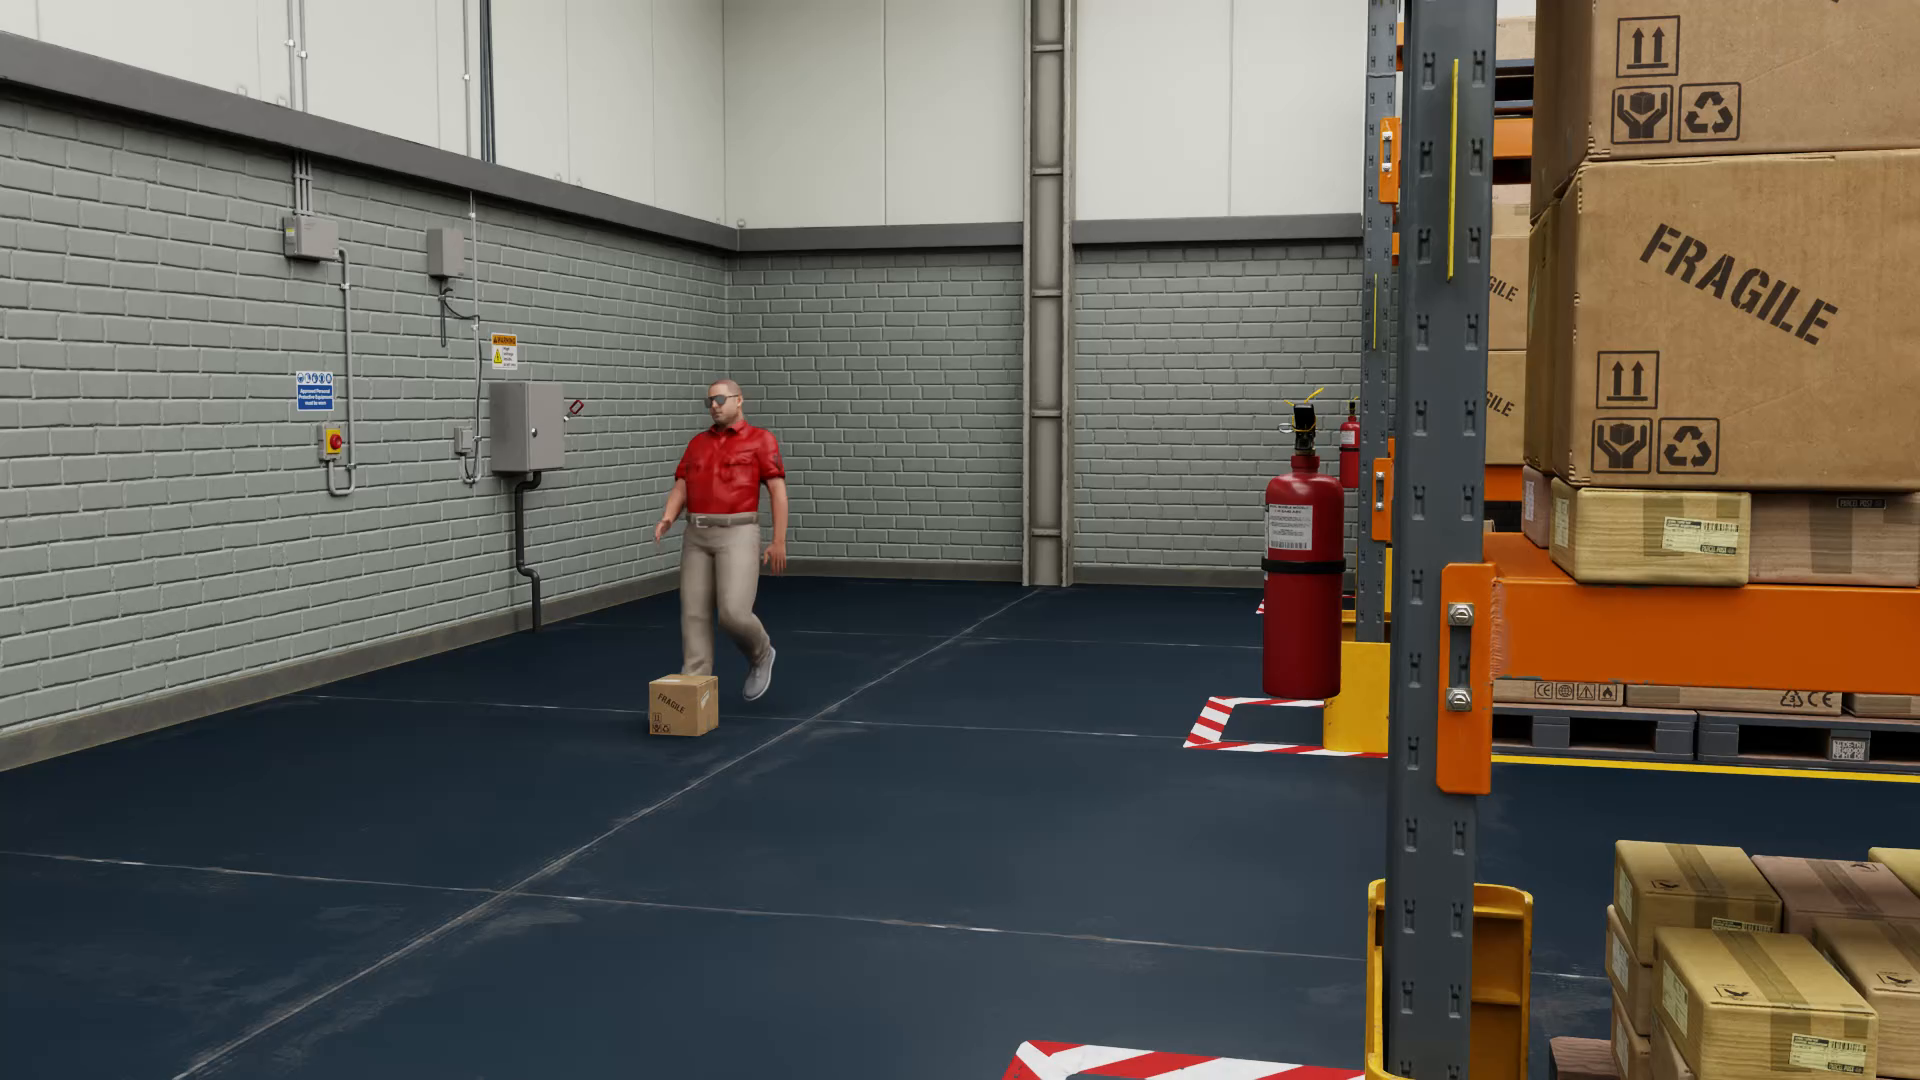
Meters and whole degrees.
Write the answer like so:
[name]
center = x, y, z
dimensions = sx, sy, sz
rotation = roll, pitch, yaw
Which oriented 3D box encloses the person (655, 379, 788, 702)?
[person]
center = -1.237, 0.032, 8.333
dimensions = 0.605, 1.678, 0.752
rotation = 2, 5, 23
